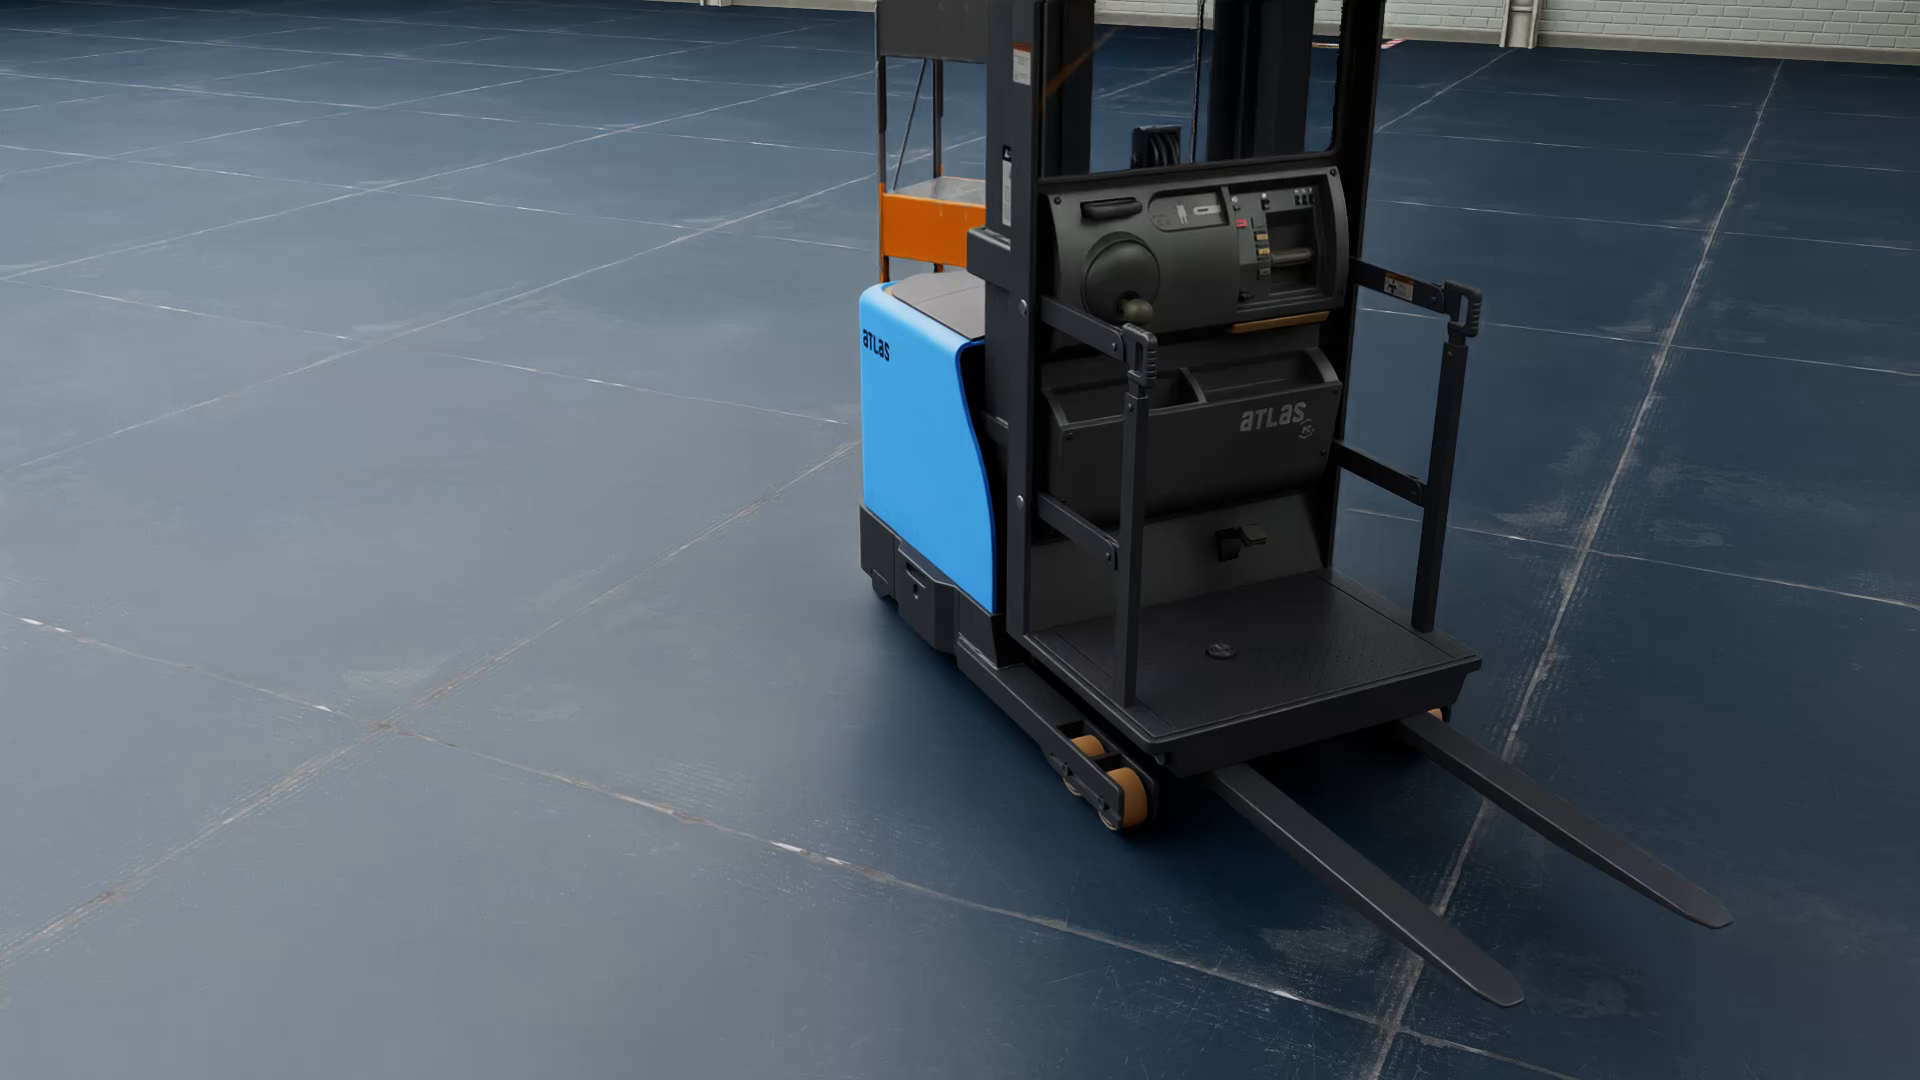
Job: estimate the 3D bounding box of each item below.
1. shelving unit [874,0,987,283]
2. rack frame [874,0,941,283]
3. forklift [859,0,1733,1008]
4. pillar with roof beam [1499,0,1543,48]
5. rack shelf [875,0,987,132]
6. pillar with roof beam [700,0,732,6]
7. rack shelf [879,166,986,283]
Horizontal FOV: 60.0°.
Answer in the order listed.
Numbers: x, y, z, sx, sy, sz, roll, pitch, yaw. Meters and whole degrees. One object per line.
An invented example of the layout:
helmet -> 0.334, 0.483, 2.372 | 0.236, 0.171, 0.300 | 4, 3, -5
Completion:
shelving unit -> 0.025, -1.062, 6.064 | 0.503, 2.100, 0.431 | 14, 27, 29
rack frame -> -0.182, -1.113, 6.184 | 0.015, 2.100, 0.400 | 14, 27, 29
forklift -> 0.753, -0.772, 4.320 | 1.130, 2.935, 3.031 | -11, 25, -24
pillar with roof beam -> 5.005, -8.783, 15.405 | 0.400, 9.000, 9.100 | 11, 25, 25
rack shelf -> 0.025, -1.694, 5.796 | 0.480, 0.518, 0.431 | 14, 27, 29
pillar with roof beam -> -5.704, -10.902, 20.387 | 0.400, 9.000, 9.100 | 11, 25, 25
rack shelf -> 0.025, -1.050, 6.070 | 0.480, 0.518, 0.431 | 14, 27, 29
